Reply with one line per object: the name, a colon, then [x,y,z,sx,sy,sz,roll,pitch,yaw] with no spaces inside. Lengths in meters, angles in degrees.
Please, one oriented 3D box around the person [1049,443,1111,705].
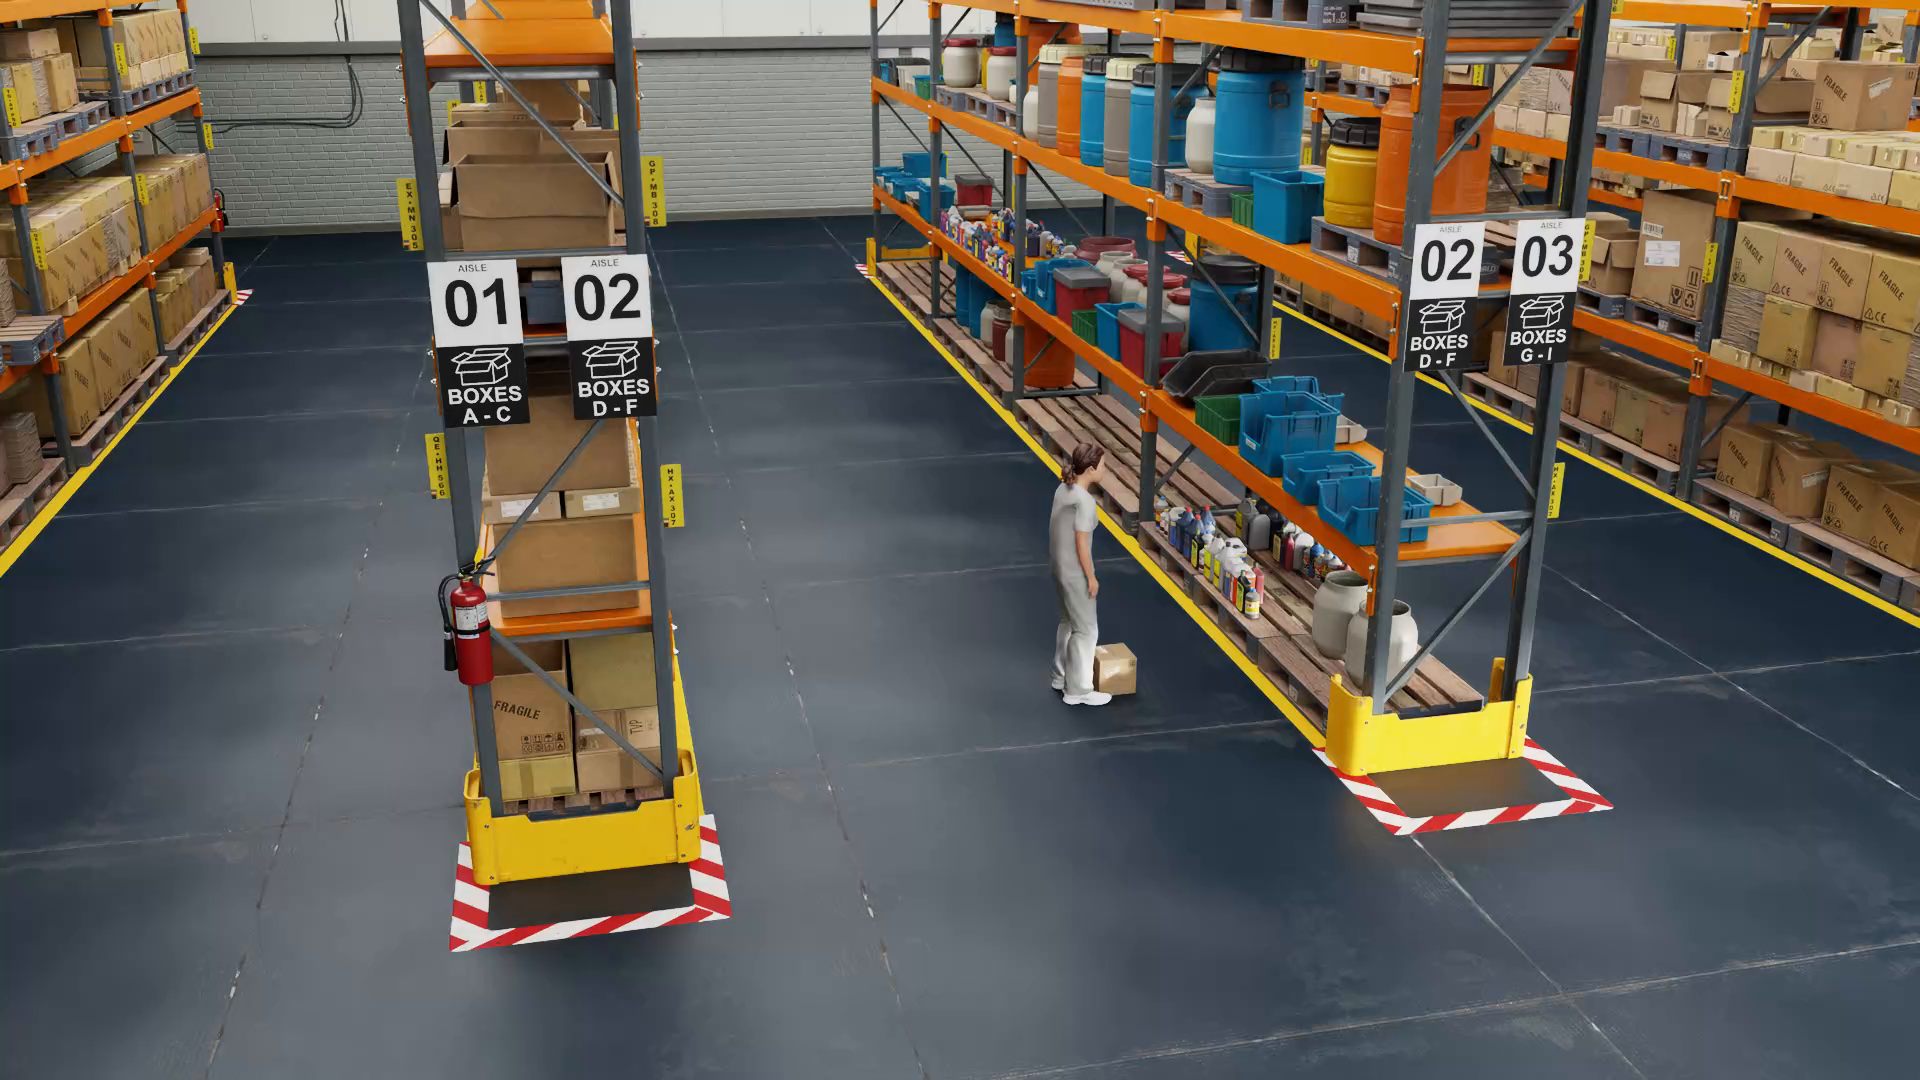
person: [0.748,0.199,10.520,0.359,1.669,0.486,-4,20,-12]
